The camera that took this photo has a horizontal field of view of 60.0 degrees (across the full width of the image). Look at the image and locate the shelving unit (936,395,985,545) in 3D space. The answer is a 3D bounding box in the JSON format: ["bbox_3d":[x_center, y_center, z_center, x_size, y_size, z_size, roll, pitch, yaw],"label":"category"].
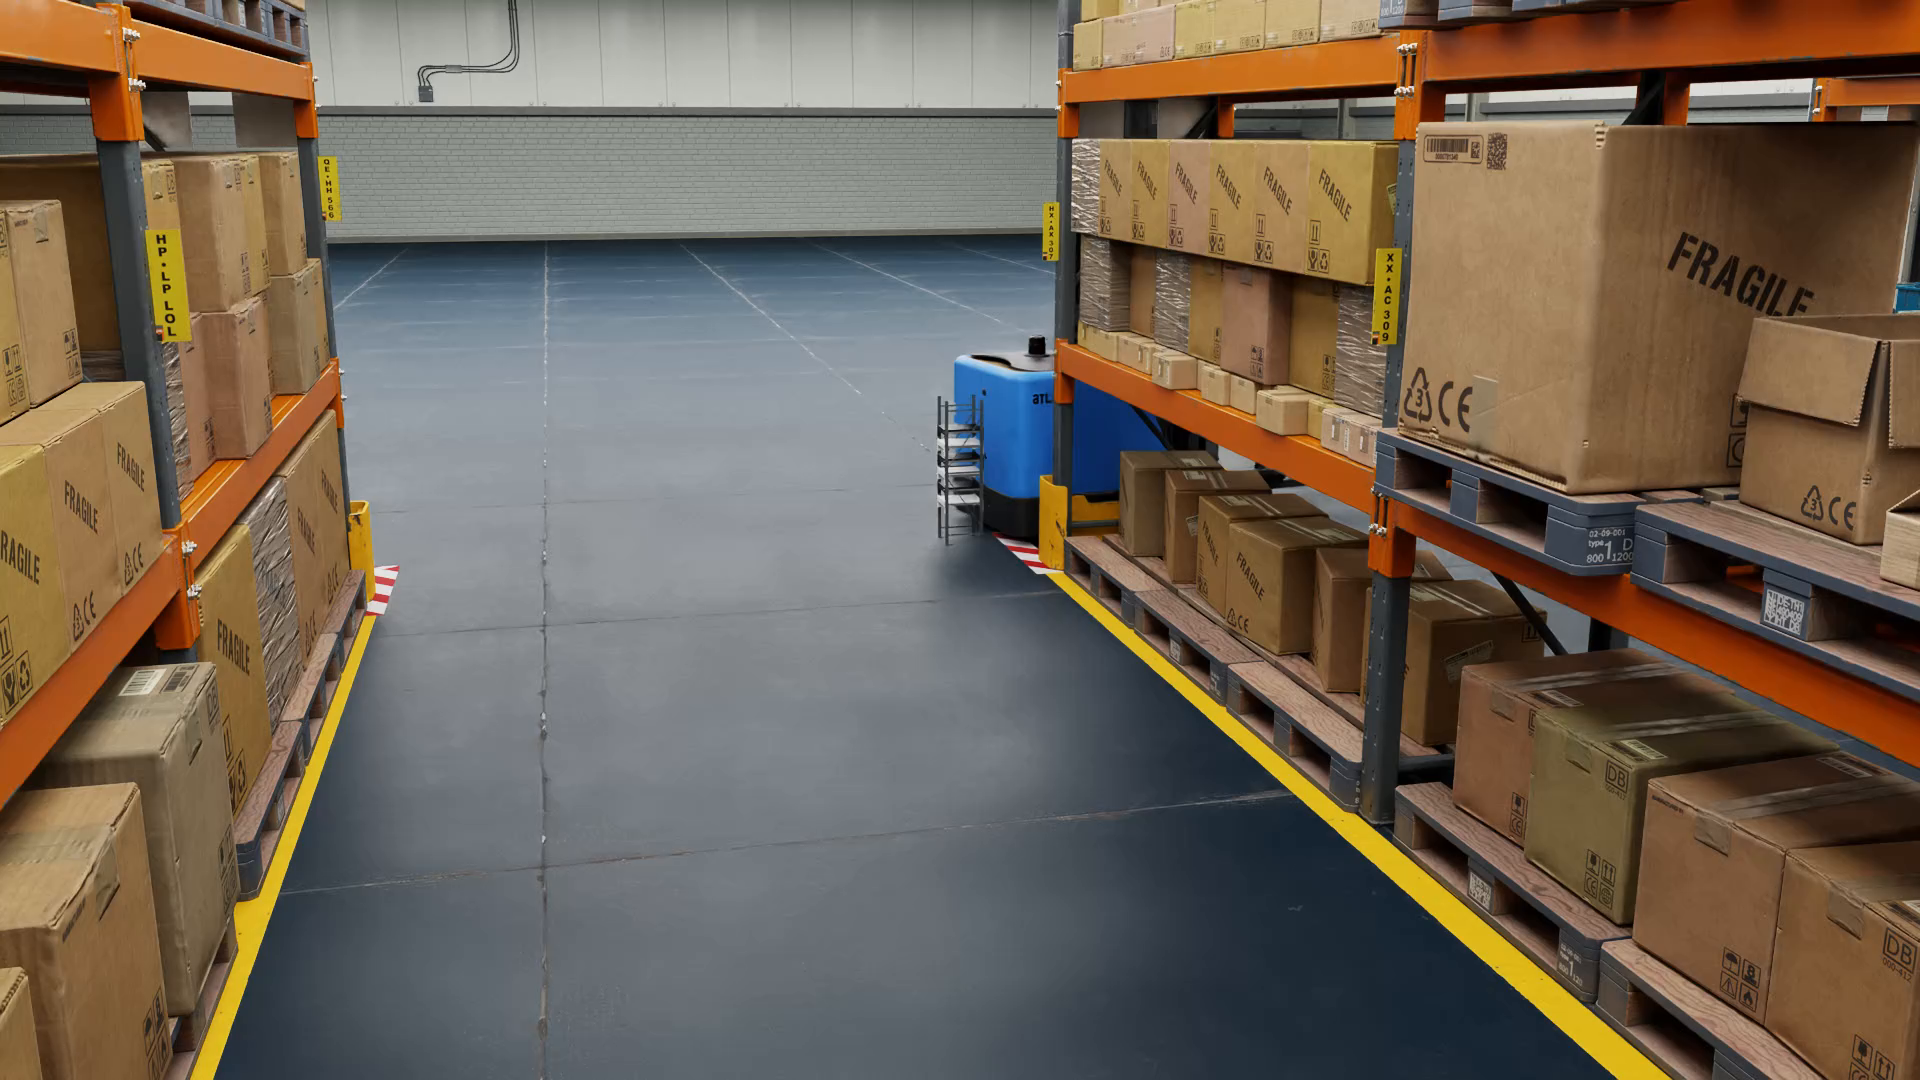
[{"bbox_3d":[0.002,-0.435,10.313,0.258,0.900,0.210,-3,14,-13],"label":"shelving unit"}]

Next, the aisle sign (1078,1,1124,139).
[{"bbox_3d":[0.743,-2.627,9.380,0.394,0.787,0.004,-3,14,-13],"label":"aisle sign"}]

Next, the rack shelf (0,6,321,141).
[{"bbox_3d":[-3.326,-1.759,6.503,1.077,0.370,4.000,-3,14,-13],"label":"rack shelf"}]

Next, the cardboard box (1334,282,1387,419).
[{"bbox_3d":[1.943,-0.744,6.313,0.875,0.500,0.500,-3,14,-13],"label":"cardboard box"}]

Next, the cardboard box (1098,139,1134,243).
[{"bbox_3d":[1.024,-1.787,8.478,0.500,0.500,0.500,-3,14,-13],"label":"cardboard box"}]

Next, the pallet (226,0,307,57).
[{"bbox_3d":[-3.612,-2.357,7.619,1.003,0.211,1.213,-3,14,-13],"label":"pallet"}]

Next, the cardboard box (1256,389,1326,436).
[{"bbox_3d":[1.435,-0.525,6.786,0.380,0.149,0.250,-3,14,-13],"label":"cardboard box"}]

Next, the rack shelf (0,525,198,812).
[{"bbox_3d":[-2.387,0.621,3.082,1.077,0.370,4.000,-3,14,-13],"label":"rack shelf"}]

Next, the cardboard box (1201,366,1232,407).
[{"bbox_3d":[1.314,-0.701,7.507,0.380,0.149,0.250,-3,14,-13],"label":"cardboard box"}]

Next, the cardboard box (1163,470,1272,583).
[{"bbox_3d":[1.353,-0.075,8.795,0.500,0.500,0.500,0,14,2],"label":"cardboard box"}]

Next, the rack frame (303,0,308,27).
[{"bbox_3d":[-3.796,-4.027,7.950,1.000,3.000,0.127,-3,14,-13],"label":"rack frame"}]

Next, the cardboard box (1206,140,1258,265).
[{"bbox_3d":[1.380,-1.441,7.062,0.500,0.500,0.500,-3,14,-13],"label":"cardboard box"}]

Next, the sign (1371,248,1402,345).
[{"bbox_3d":[1.463,-0.832,5.688,0.100,0.325,0.005,-3,14,-13],"label":"sign"}]

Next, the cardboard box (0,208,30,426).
[{"bbox_3d":[-2.612,-0.492,3.802,0.700,0.500,0.500,-4,14,-14],"label":"cardboard box"}]

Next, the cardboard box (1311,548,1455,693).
[{"bbox_3d":[1.791,0.341,7.094,0.500,0.500,0.500,1,14,5],"label":"cardboard box"}]

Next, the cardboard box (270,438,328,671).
[{"bbox_3d":[-3.364,0.071,7.409,0.875,0.875,0.875,-4,14,-14],"label":"cardboard box"}]

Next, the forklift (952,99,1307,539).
[{"bbox_3d":[1.511,-1.622,10.889,3.031,2.935,1.130,-6,15,-23],"label":"forklift"}]

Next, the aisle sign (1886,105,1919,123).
[{"bbox_3d":[6.135,-2.938,10.656,0.394,0.787,0.004,-3,14,-13],"label":"aisle sign"}]

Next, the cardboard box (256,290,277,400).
[{"bbox_3d":[-3.505,-0.841,7.233,0.875,0.550,0.550,-3,14,-13],"label":"cardboard box"}]

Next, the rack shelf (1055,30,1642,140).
[{"bbox_3d":[1.519,-2.012,7.539,1.077,0.370,4.000,-3,14,-13],"label":"rack shelf"}]

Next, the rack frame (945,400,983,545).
[{"bbox_3d":[0.026,-0.412,10.217,0.240,0.900,0.006,-3,14,-13],"label":"rack frame"}]

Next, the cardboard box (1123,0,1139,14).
[{"bbox_3d":[1.029,-2.684,8.250,0.380,0.149,0.250,-3,14,-11],"label":"cardboard box"}]

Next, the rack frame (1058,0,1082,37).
[{"bbox_3d":[1.049,-4.280,8.987,1.000,3.000,0.127,-3,14,-13],"label":"rack frame"}]

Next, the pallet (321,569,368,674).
[{"bbox_3d":[-3.532,0.422,8.256,1.003,0.211,1.213,-3,14,-13],"label":"pallet"}]

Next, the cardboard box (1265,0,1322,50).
[{"bbox_3d":[1.515,-2.039,6.450,0.500,0.250,0.500,-3,14,-12],"label":"cardboard box"}]

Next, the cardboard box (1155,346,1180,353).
[{"bbox_3d":[1.184,-0.877,8.226,0.380,0.149,0.250,-3,14,-13],"label":"cardboard box"}]

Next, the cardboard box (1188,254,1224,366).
[{"bbox_3d":[1.567,-1.088,7.724,0.875,0.500,0.500,-3,14,-13],"label":"cardboard box"}]

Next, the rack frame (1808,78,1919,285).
[{"bbox_3d":[5.863,-1.642,10.829,1.000,3.000,0.127,-3,14,-13],"label":"rack frame"}]

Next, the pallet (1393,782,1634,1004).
[{"bbox_3d":[2.173,1.091,5.518,1.003,0.211,1.213,-3,14,-13],"label":"pallet"}]

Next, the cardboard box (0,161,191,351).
[{"bbox_3d":[-2.910,-0.875,5.096,0.875,0.550,0.550,-3,14,-13],"label":"cardboard box"}]

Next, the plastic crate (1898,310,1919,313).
[{"bbox_3d":[5.761,-1.290,9.941,0.298,0.136,0.250,-3,14,-13],"label":"plastic crate"}]

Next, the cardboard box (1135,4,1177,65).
[{"bbox_3d":[1.150,-2.392,7.892,0.500,0.250,0.500,-3,14,-13],"label":"cardboard box"}]

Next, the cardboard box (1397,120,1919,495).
[{"bbox_3d":[2.039,-0.748,5.018,1.000,1.000,1.000,-3,14,-13],"label":"cardboard box"}]

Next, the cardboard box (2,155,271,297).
[{"bbox_3d":[-3.277,-1.249,6.628,0.875,0.550,0.500,-3,14,-13],"label":"cardboard box"}]

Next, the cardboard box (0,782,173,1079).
[{"bbox_3d":[-2.401,1.060,3.625,1.050,0.750,0.750,-3,14,-13],"label":"cardboard box"}]

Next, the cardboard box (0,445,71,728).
[{"bbox_3d":[-2.237,0.100,3.487,0.500,0.500,0.500,-3,14,-13],"label":"cardboard box"}]

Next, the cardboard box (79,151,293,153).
[{"bbox_3d":[-3.747,-1.623,8.157,0.875,0.550,0.550,-3,14,-13],"label":"cardboard box"}]

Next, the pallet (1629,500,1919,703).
[{"bbox_3d":[2.423,0.118,4.027,1.003,0.211,1.213,-3,14,-13],"label":"pallet"}]

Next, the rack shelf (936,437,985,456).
[{"bbox_3d":[0.002,-0.578,10.278,0.258,0.077,0.200,-3,14,-13],"label":"rack shelf"}]

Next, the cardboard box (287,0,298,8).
[{"bbox_3d":[-3.330,-2.585,7.800,0.380,0.149,0.250,-3,14,-13],"label":"cardboard box"}]

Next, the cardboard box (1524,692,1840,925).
[{"bbox_3d":[2.205,0.811,5.127,0.700,0.500,0.500,-3,14,-14],"label":"cardboard box"}]

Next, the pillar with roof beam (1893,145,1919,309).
[{"bbox_3d":[9.496,-7.524,22.262,9.100,9.000,0.400,-3,14,-13],"label":"pillar with roof beam"}]

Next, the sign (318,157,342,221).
[{"bbox_3d":[-3.265,-1.818,8.608,0.100,0.325,0.005,-3,14,-13],"label":"sign"}]

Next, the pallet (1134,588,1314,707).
[{"bbox_3d":[1.506,0.476,8.033,1.003,0.211,1.213,-3,14,-13],"label":"pallet"}]

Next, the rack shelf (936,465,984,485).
[{"bbox_3d":[0.002,-0.403,10.320,0.258,0.077,0.200,-3,14,-13],"label":"rack shelf"}]

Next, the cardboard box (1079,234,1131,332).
[{"bbox_3d":[1.151,-1.431,9.126,0.875,0.500,0.500,-3,14,-13],"label":"cardboard box"}]

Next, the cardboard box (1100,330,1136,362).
[{"bbox_3d":[0.968,-1.048,8.925,0.380,0.149,0.250,-3,14,-13],"label":"cardboard box"}]

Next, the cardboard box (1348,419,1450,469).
[{"bbox_3d":[1.652,-0.355,6.087,0.380,0.149,0.250,-3,14,-13],"label":"cardboard box"}]

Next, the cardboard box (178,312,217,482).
[{"bbox_3d":[-3.106,-0.473,5.727,0.875,0.550,0.550,-3,14,-13],"label":"cardboard box"}]
